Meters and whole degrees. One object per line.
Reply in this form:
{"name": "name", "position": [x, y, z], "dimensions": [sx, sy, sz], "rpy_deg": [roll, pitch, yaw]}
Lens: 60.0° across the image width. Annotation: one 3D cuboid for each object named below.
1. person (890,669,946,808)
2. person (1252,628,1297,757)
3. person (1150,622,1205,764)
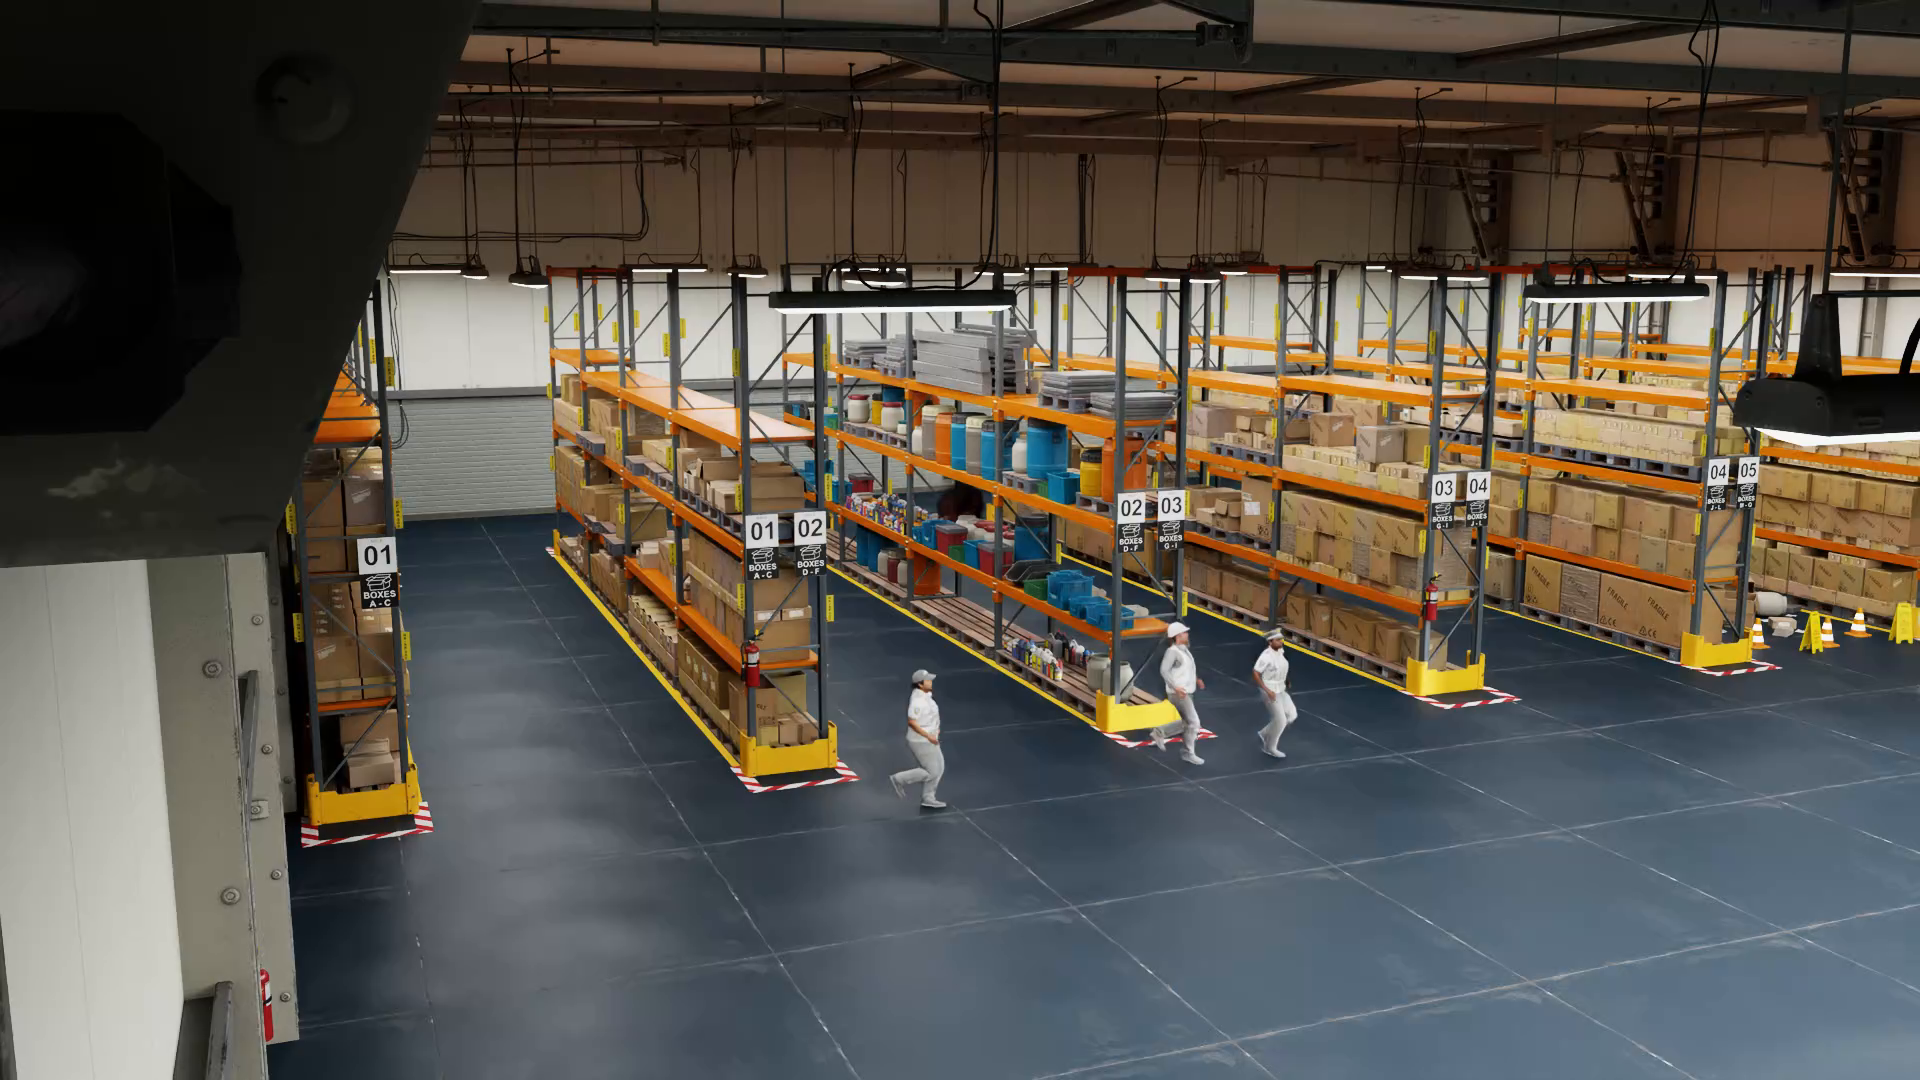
{"name": "person", "position": [-0.473, 2.275, 19.008], "dimensions": [0.634, 1.632, 0.609], "rpy_deg": [1, 10, 4]}
{"name": "person", "position": [3.986, 1.922, 20.955], "dimensions": [0.470, 1.681, 0.688], "rpy_deg": [5, 11, 27]}
{"name": "person", "position": [2.757, 1.900, 20.831], "dimensions": [0.715, 1.750, 0.710], "rpy_deg": [4, 11, 21]}
